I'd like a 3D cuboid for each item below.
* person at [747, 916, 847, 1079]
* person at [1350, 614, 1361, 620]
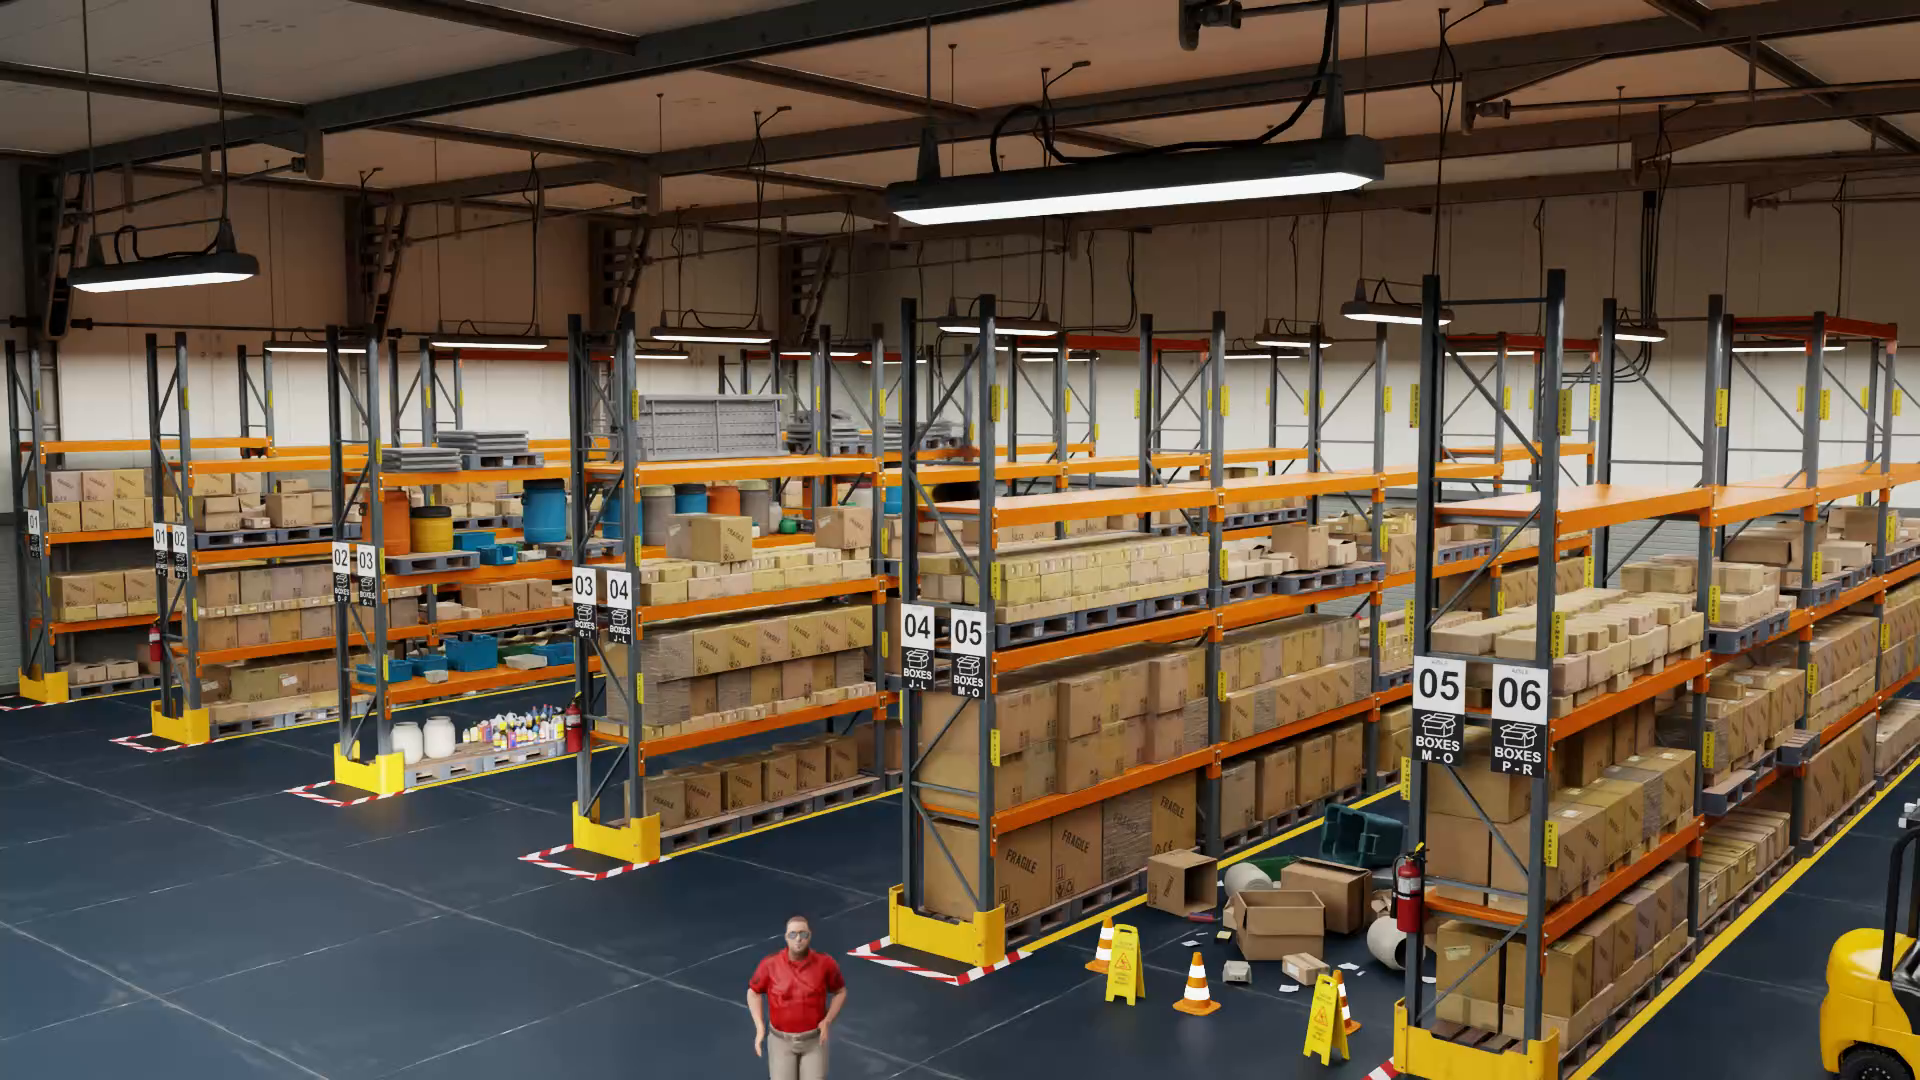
[{"bbox_3d":[-1.079,3.338,11.104,0.666,1.683,0.601,-1,5,-9],"label":"person"},{"bbox_3d":[5.995,1.998,25.401,0.631,1.748,0.612,4,7,38],"label":"person"}]
